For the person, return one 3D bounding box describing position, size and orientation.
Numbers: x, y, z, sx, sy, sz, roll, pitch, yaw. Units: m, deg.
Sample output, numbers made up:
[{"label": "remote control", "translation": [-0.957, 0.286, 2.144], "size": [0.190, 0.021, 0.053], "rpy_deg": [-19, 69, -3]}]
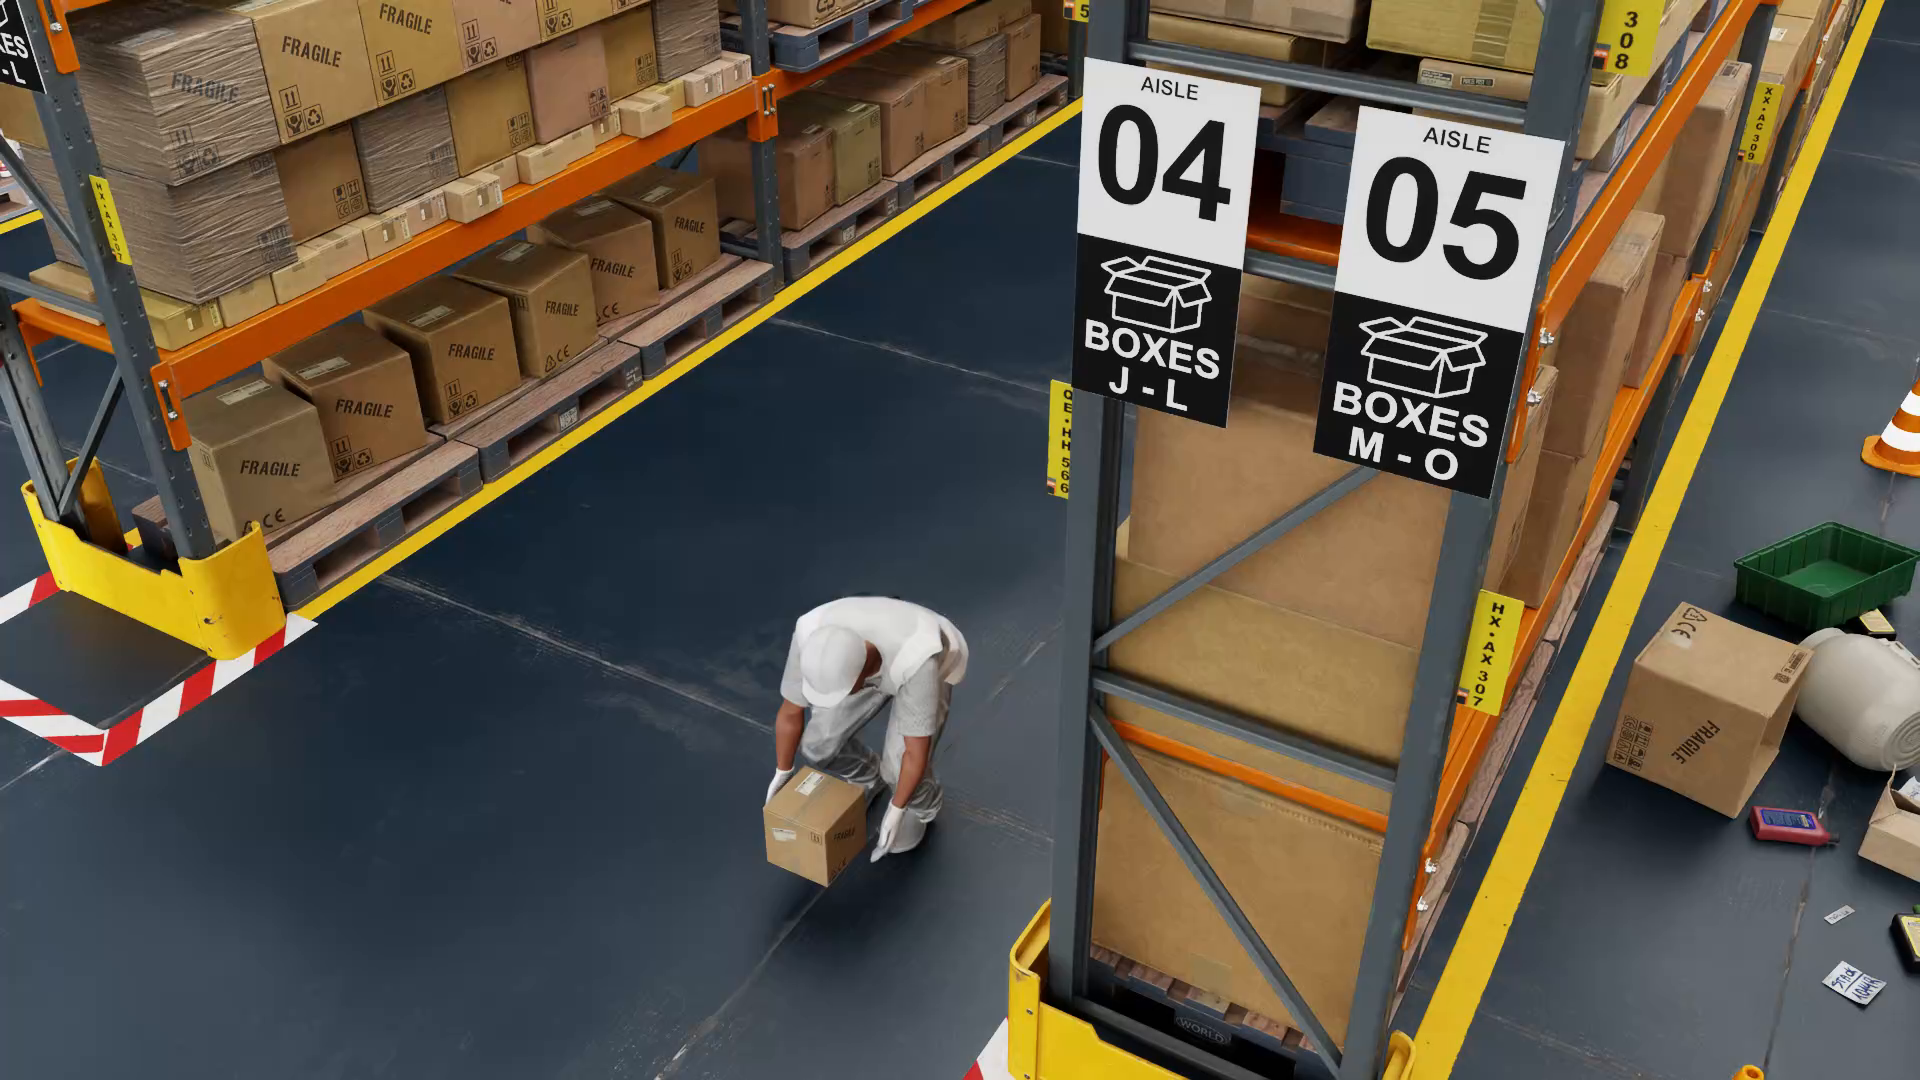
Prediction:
[{"label": "person", "translation": [-0.264, 0.598, 5.819], "size": [0.589, 1.133, 0.861], "rpy_deg": [18, 38, 24]}]
